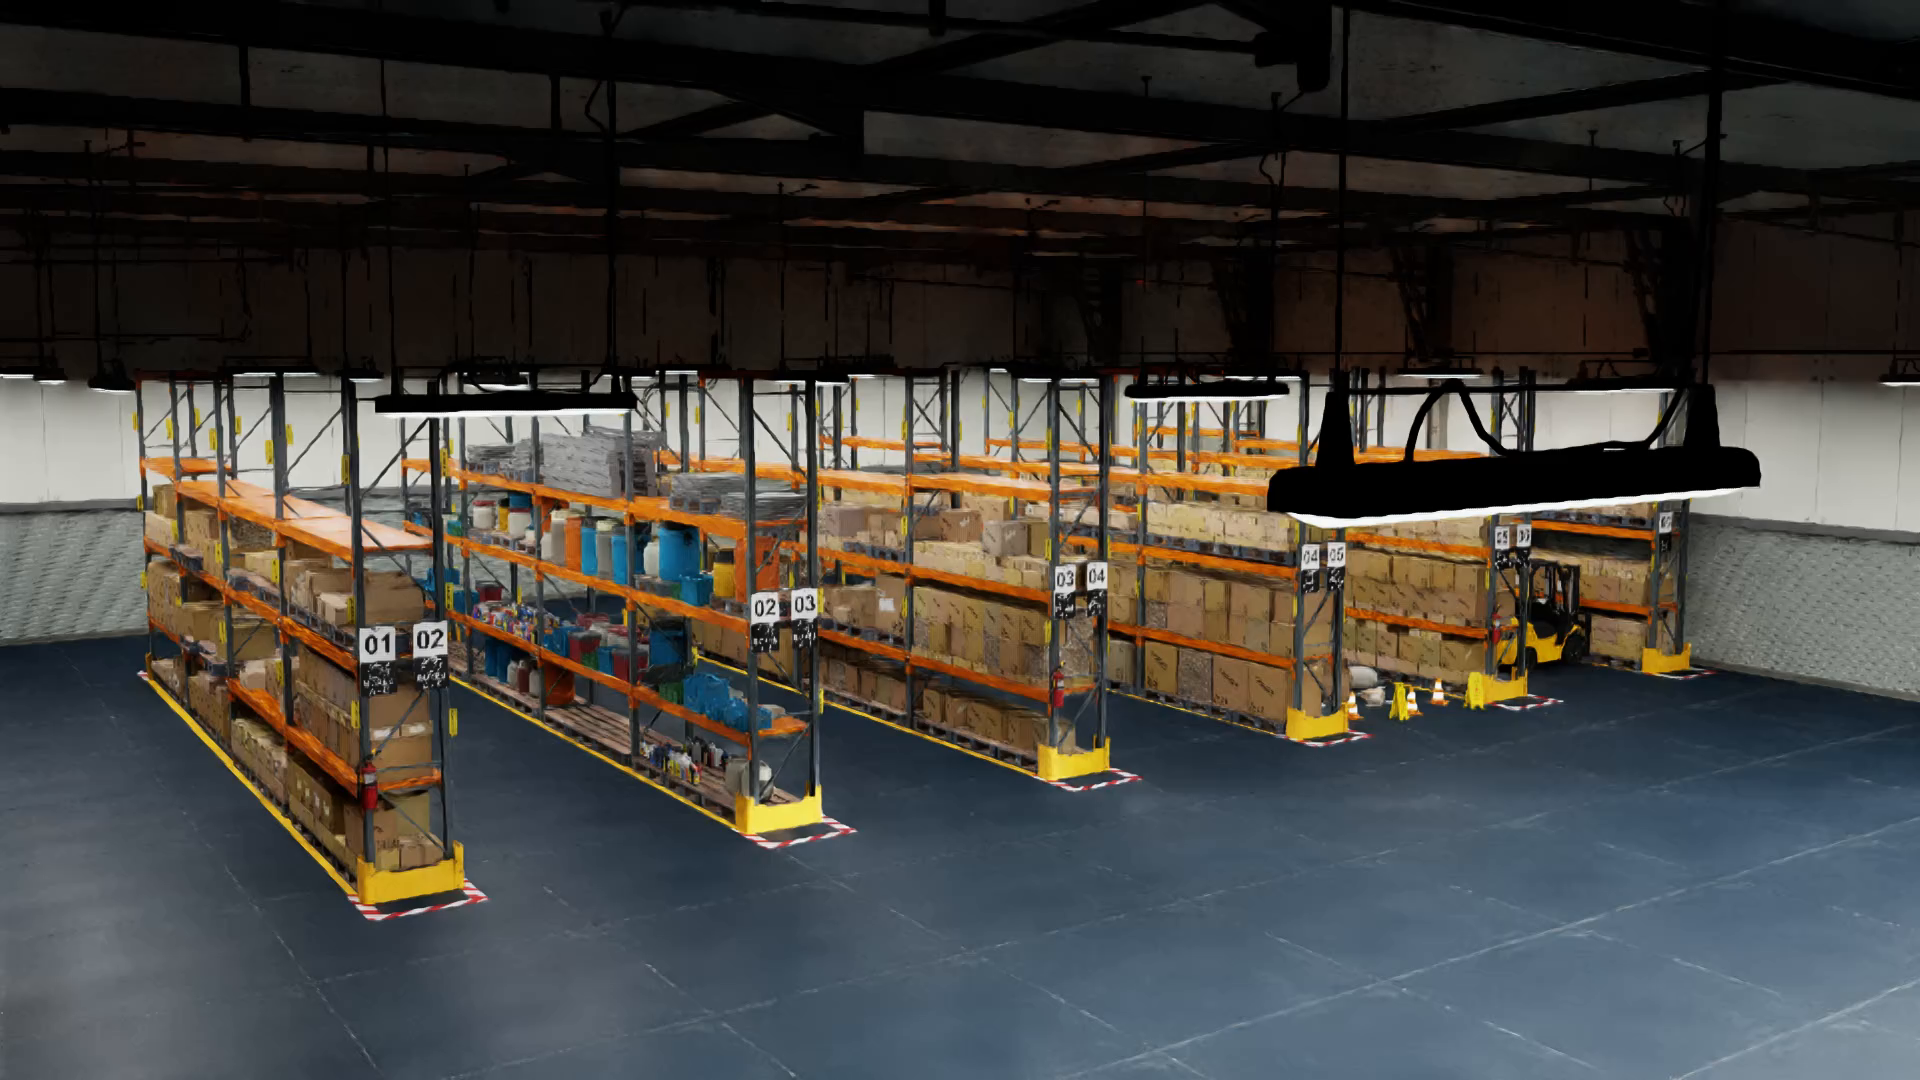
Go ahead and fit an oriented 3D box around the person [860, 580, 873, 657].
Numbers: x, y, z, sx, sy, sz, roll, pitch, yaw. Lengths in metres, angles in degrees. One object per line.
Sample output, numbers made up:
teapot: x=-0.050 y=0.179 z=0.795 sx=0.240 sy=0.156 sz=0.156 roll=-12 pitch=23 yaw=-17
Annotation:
person: x=-1.873 y=1.663 z=33.895 sx=0.550 sy=1.683 sz=0.440 roll=4 pitch=8 yaw=32
